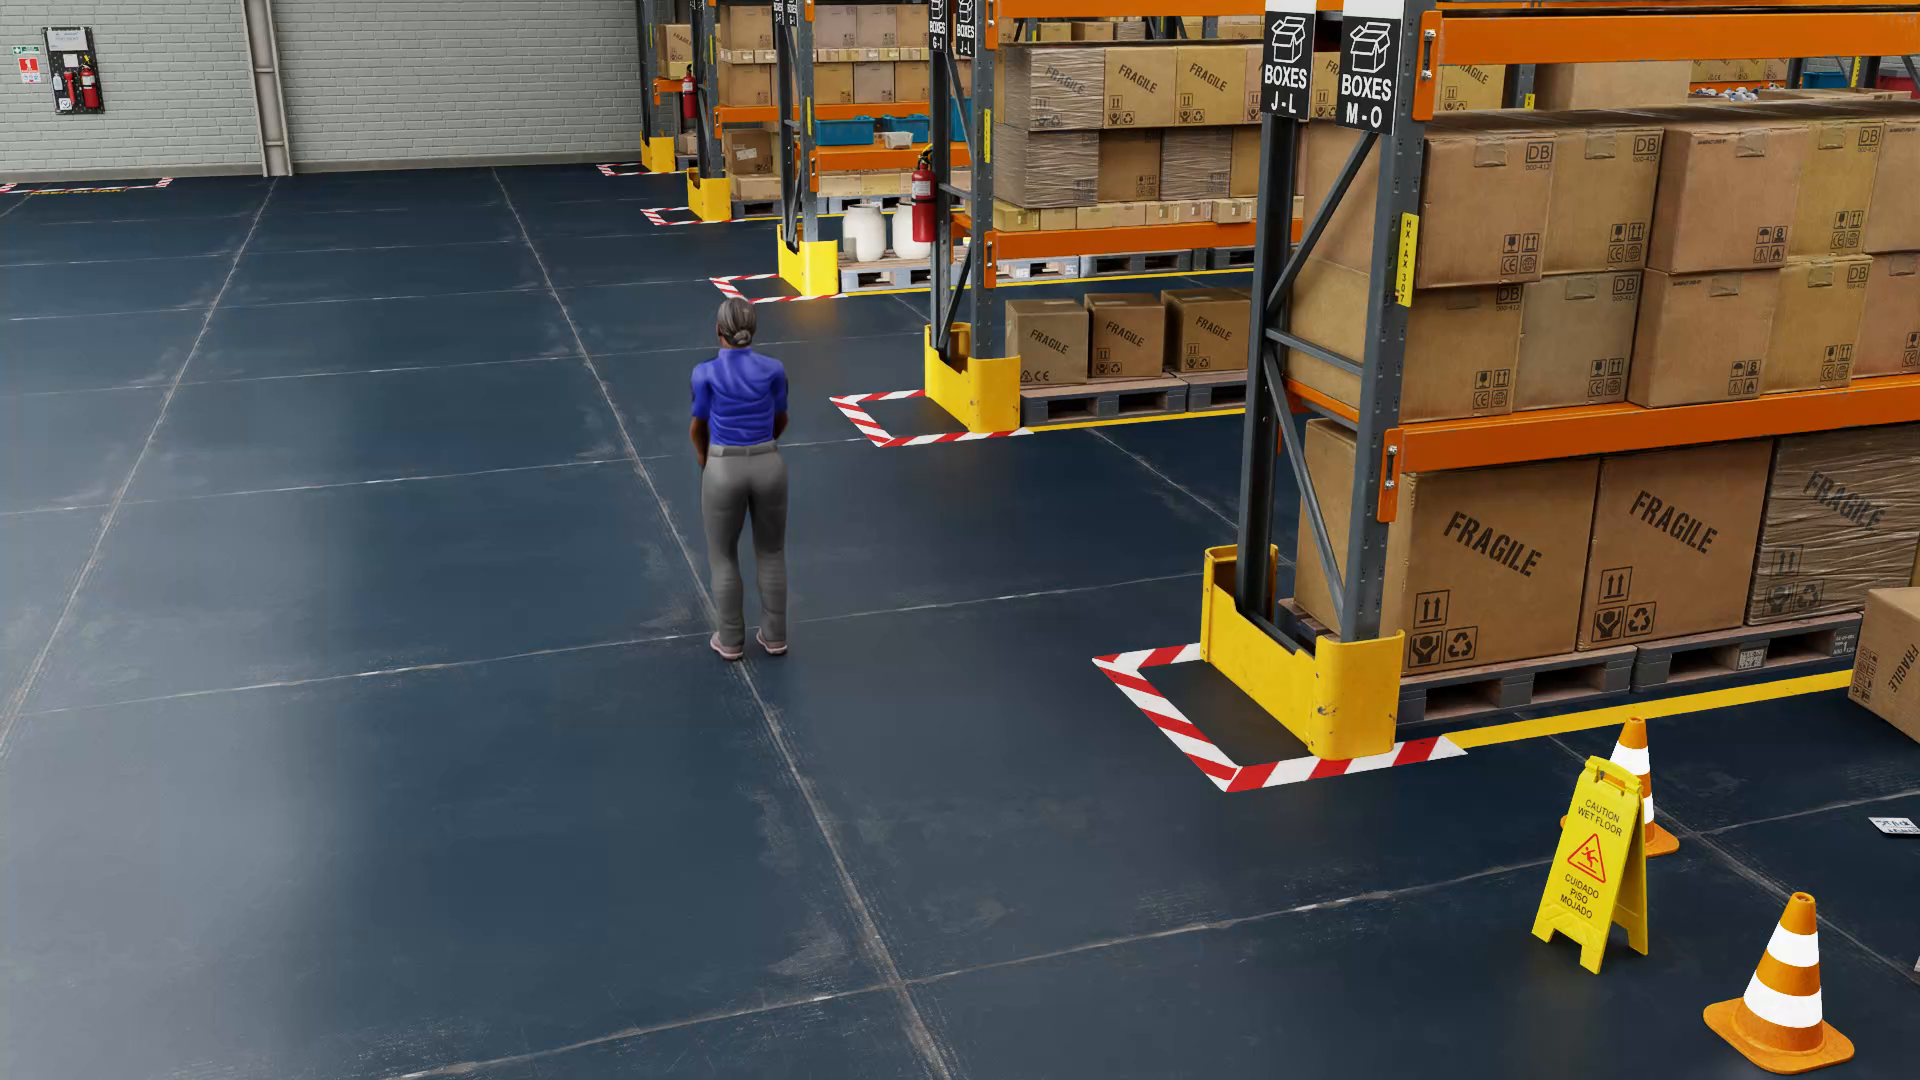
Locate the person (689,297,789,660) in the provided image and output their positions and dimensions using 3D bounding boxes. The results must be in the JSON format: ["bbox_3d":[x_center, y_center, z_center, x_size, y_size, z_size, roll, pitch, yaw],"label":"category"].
[{"bbox_3d":[-0.978,-0.283,7.394,0.441,1.656,0.501,-6,20,-17],"label":"person"}]
